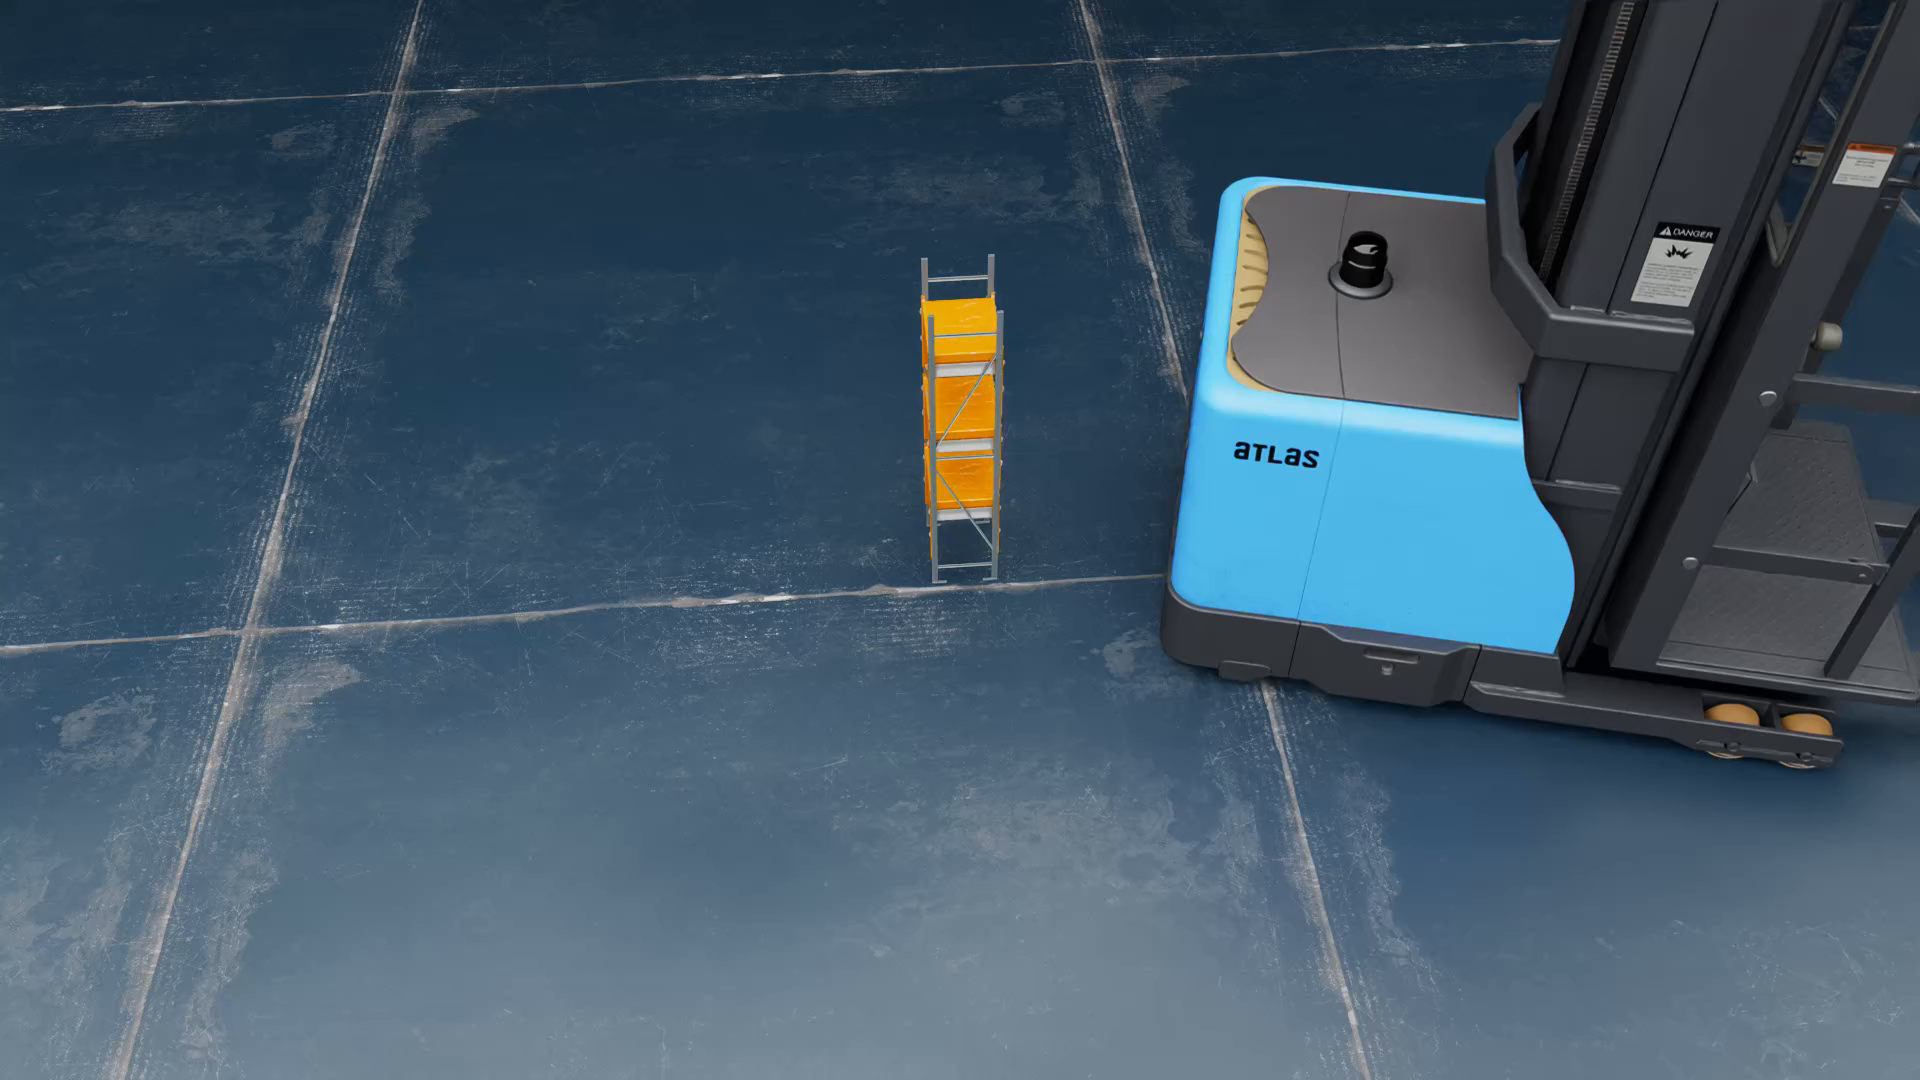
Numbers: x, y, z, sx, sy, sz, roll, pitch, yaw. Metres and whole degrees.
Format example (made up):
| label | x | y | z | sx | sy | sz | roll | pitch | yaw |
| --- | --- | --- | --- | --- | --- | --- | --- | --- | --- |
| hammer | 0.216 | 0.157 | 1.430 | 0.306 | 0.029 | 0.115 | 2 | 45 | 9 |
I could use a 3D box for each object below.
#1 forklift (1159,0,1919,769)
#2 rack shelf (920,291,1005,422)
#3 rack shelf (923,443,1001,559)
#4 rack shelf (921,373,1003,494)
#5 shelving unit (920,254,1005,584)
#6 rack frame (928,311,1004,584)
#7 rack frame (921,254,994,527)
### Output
| label | x | y | z | sx | sy | sz | roll | pitch | yaw |
| --- | --- | --- | --- | --- | --- | --- | --- | --- | --- |
| forklift | 2.152 | -0.790 | 3.980 | 3.031 | 2.935 | 1.130 | 7 | 47 | 7 |
| rack shelf | 0.004 | -0.510 | 4.634 | 0.215 | 0.259 | 0.240 | -3 | 47 | -3 |
| rack shelf | 0.004 | -0.124 | 5.042 | 0.215 | 0.259 | 0.240 | -3 | 47 | -3 |
| rack shelf | 0.004 | -0.315 | 4.840 | 0.215 | 0.259 | 0.240 | -3 | 47 | -3 |
| shelving unit | 0.004 | -0.322 | 4.832 | 0.215 | 1.050 | 0.252 | -3 | 47 | -3 |
| rack frame | 0.015 | -0.234 | 4.749 | 0.200 | 1.050 | 0.008 | -3 | 47 | -3 |
| rack frame | -0.006 | -0.411 | 4.916 | 0.200 | 1.050 | 0.008 | -3 | 47 | -3 |
